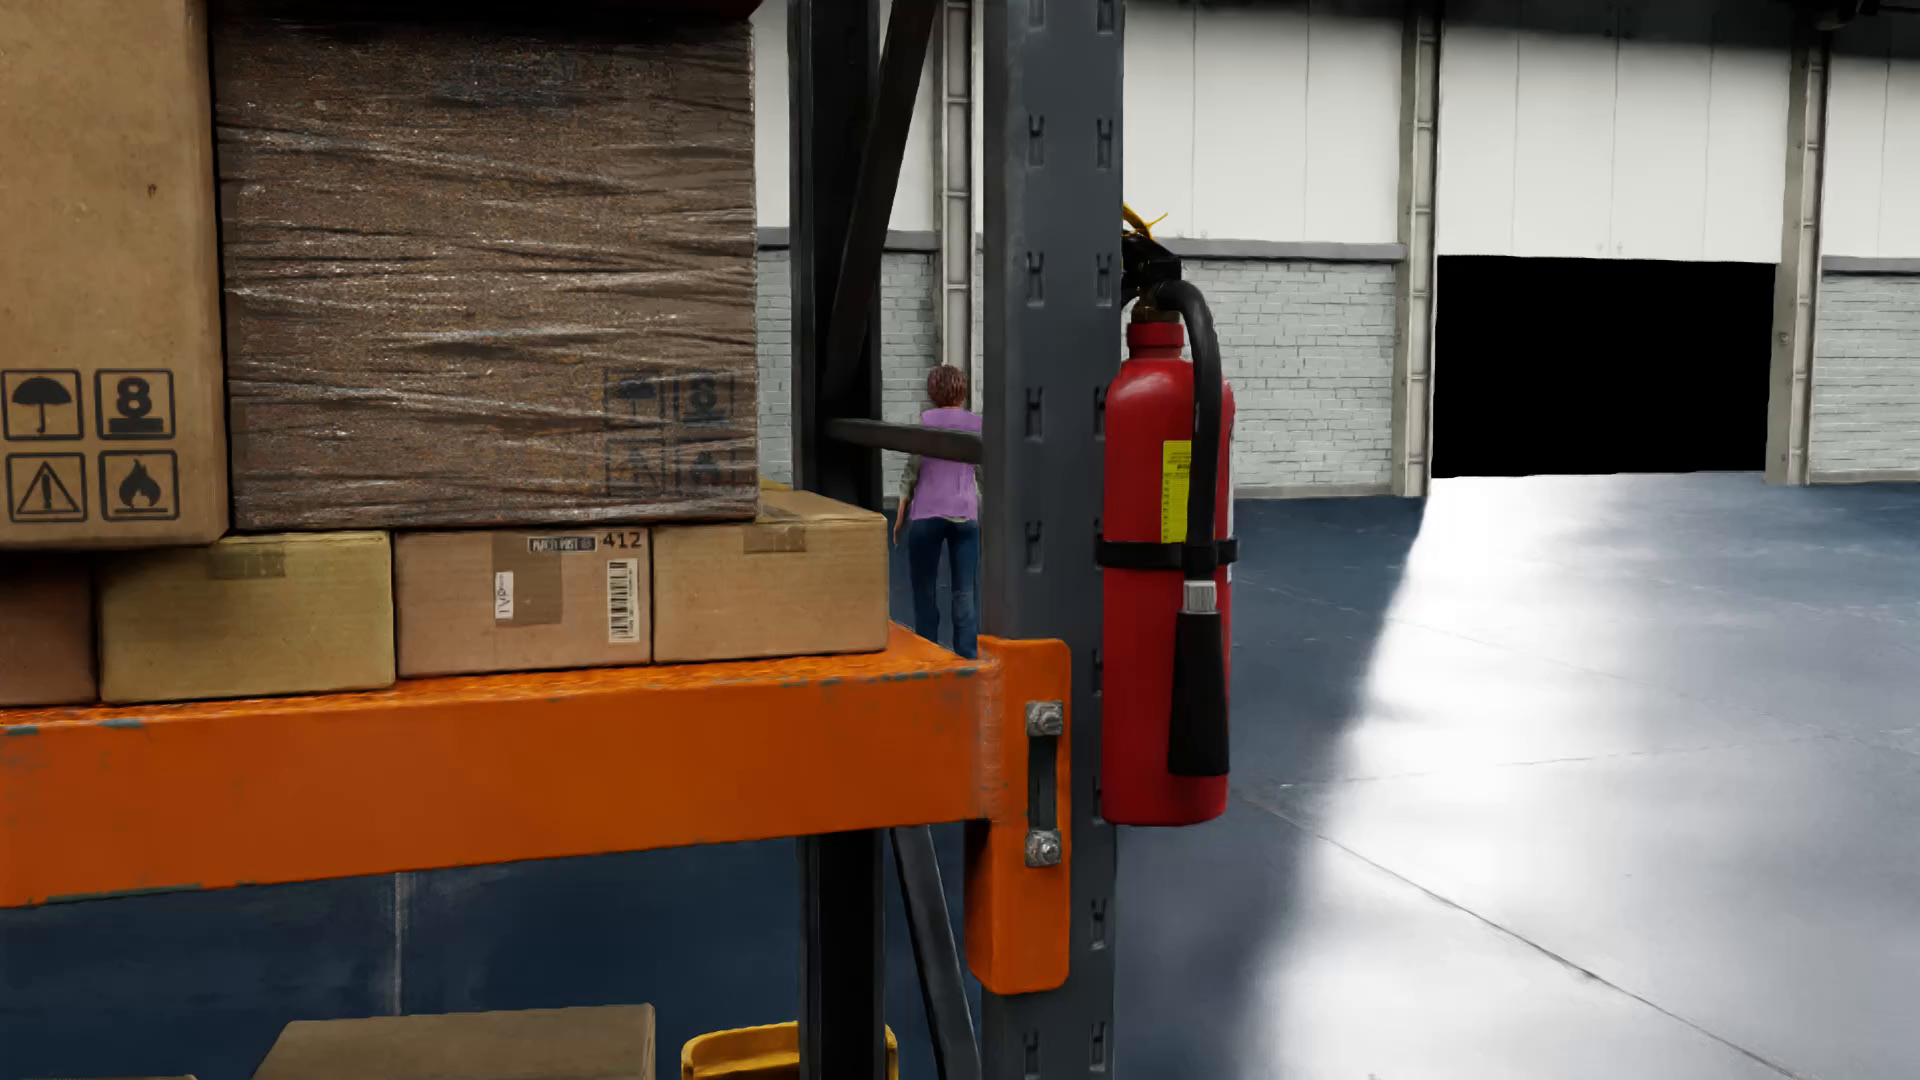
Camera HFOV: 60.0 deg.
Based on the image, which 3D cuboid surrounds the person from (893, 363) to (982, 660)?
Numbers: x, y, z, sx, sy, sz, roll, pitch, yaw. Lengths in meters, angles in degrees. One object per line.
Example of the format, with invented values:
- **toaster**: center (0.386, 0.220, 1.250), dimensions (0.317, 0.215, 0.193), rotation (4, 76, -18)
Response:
- **person**: center (-0.087, -0.082, 8.345), dimensions (0.506, 1.600, 0.414), rotation (-1, 6, -13)
